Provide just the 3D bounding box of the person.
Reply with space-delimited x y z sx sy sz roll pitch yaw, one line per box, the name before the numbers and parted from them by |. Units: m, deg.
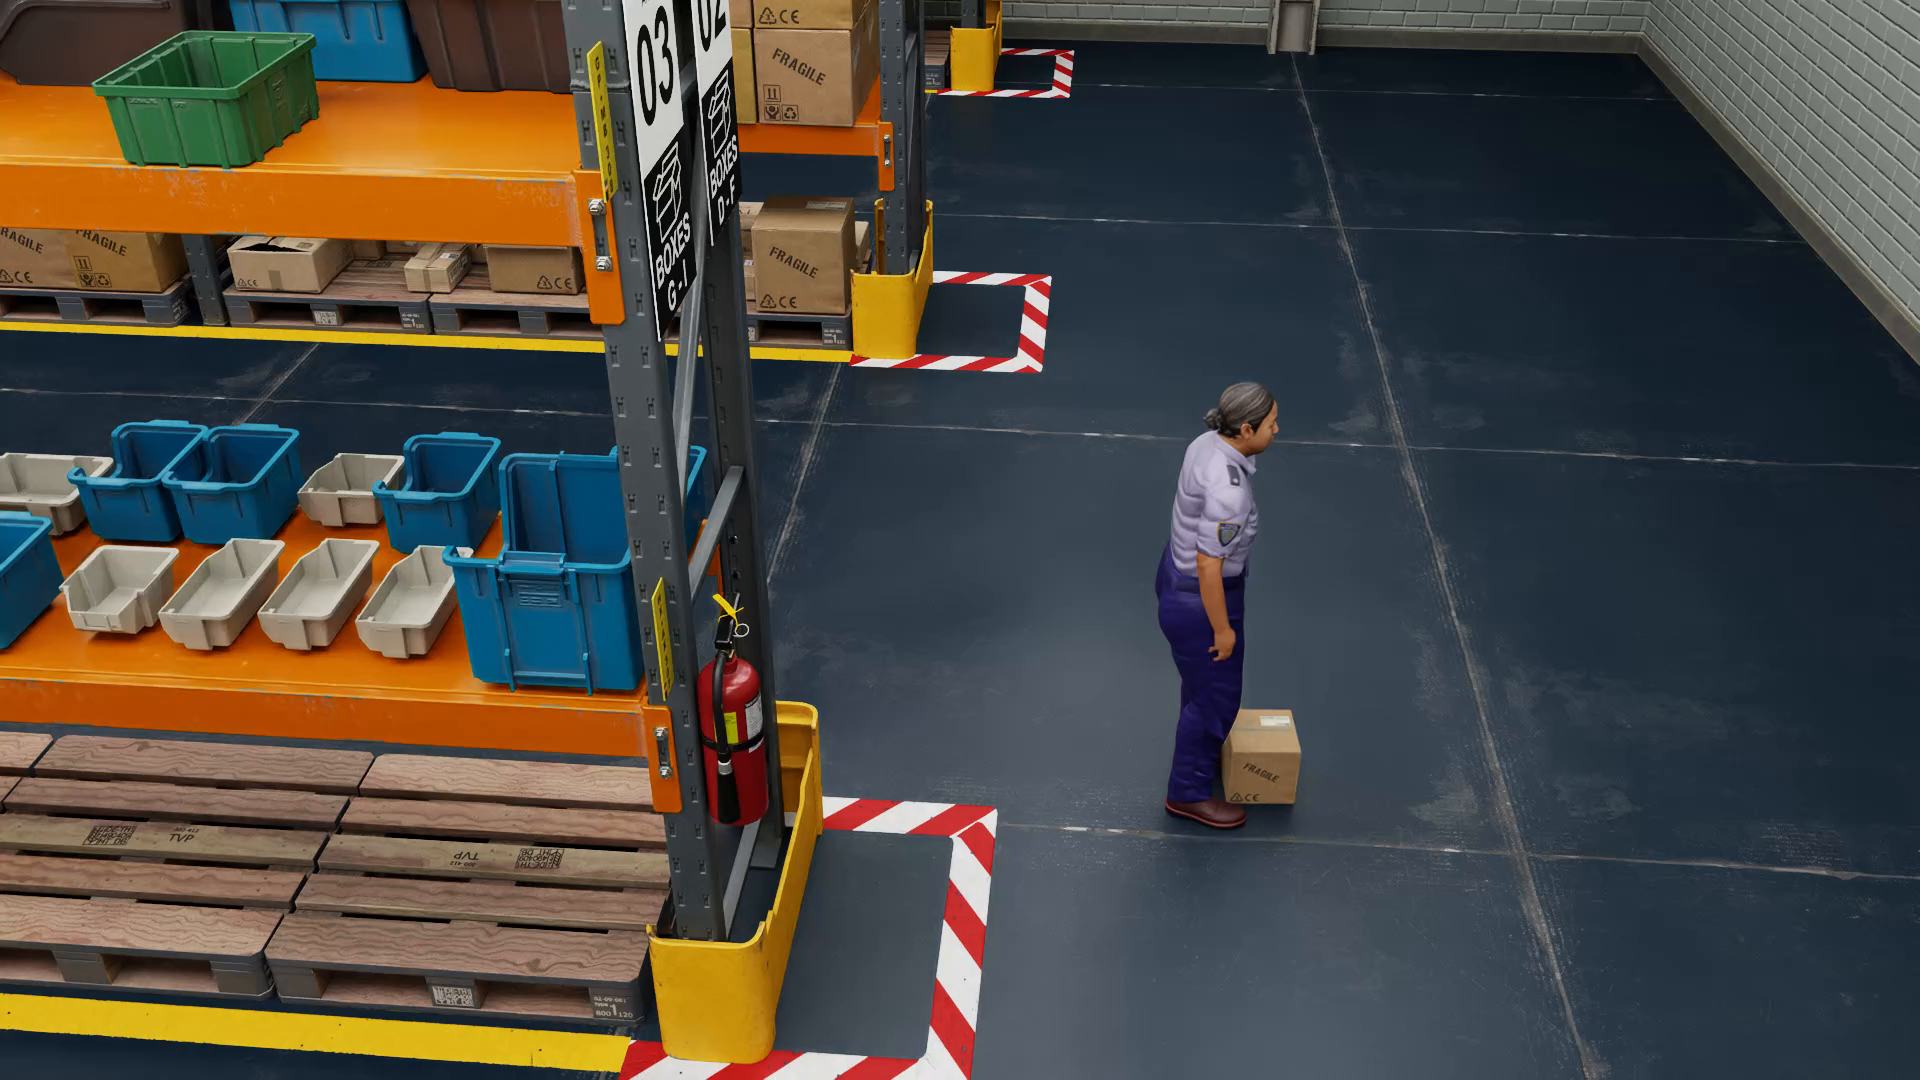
person | 0.901 0.213 5.818 0.425 1.638 0.545 1 32 2
